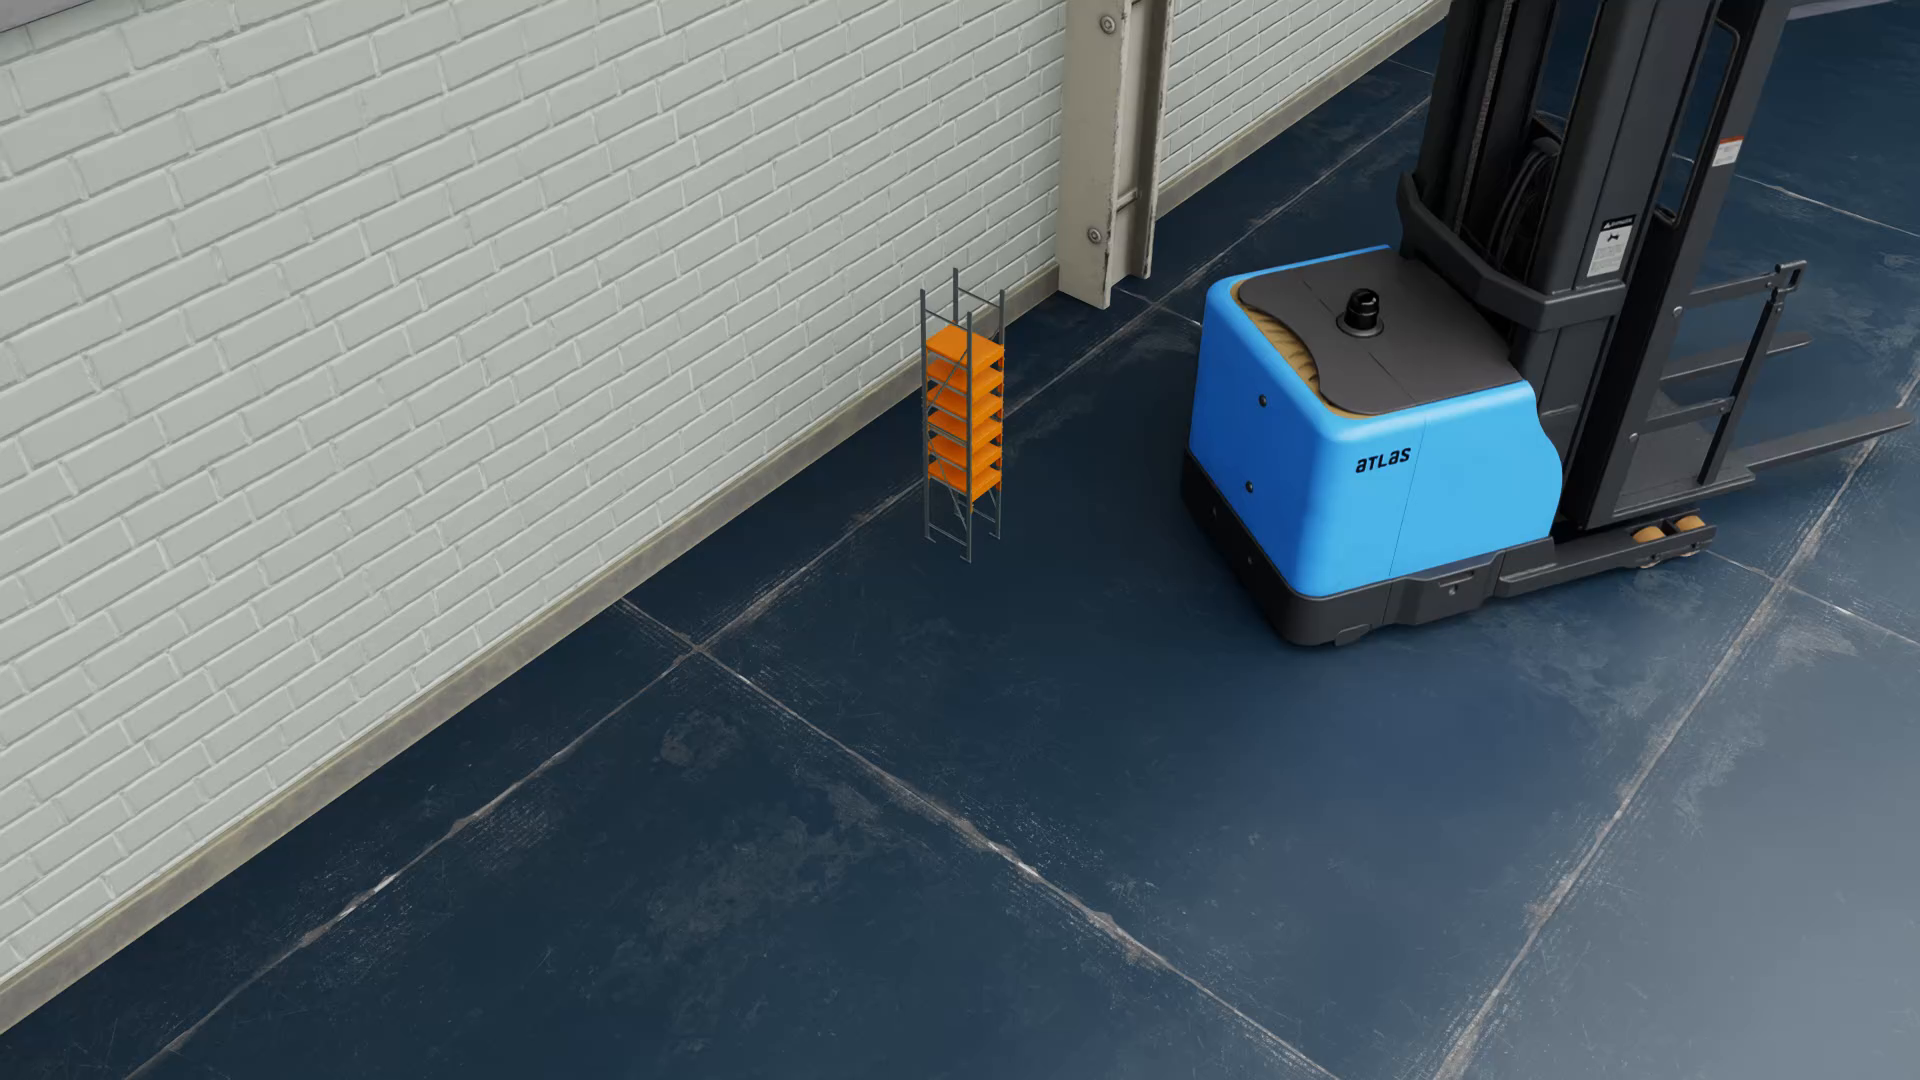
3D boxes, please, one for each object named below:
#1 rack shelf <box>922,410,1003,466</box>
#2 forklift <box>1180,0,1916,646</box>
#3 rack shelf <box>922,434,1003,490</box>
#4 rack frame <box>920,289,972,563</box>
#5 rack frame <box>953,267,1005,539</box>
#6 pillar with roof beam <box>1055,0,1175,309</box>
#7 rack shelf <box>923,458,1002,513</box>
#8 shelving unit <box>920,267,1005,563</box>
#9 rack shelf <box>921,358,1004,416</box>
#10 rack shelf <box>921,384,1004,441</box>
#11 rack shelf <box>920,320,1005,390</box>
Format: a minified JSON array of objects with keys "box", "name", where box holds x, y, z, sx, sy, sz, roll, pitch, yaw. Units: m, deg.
[{"box":[0.009,-0.419,6.384,0.258,0.103,0.180,29,50,28],"name":"rack shelf"},{"box":[2.481,-1.295,5.995,3.031,2.935,1.130,-14,44,-15],"name":"forklift"},{"box":[0.009,-0.330,6.465,0.258,0.103,0.180,29,50,28],"name":"rack shelf"},{"box":[-0.050,-0.404,6.303,0.240,1.200,0.006,29,50,28],"name":"rack frame"},{"box":[0.068,-0.498,6.406,0.240,1.200,0.006,29,50,28],"name":"rack frame"},{"box":[3.991,-2.735,3.069,9.100,9.000,0.400,29,50,28],"name":"pillar with roof beam"},{"box":[0.009,-0.241,6.546,0.258,0.103,0.180,29,50,28],"name":"rack shelf"},{"box":[0.009,-0.451,6.355,0.258,1.200,0.189,29,50,28],"name":"shelving unit"},{"box":[0.009,-0.596,6.223,0.258,0.103,0.180,29,50,28],"name":"rack shelf"},{"box":[0.009,-0.507,6.304,0.258,0.103,0.180,29,50,28],"name":"rack shelf"},{"box":[0.009,-0.685,6.142,0.258,0.103,0.180,29,50,28],"name":"rack shelf"}]
